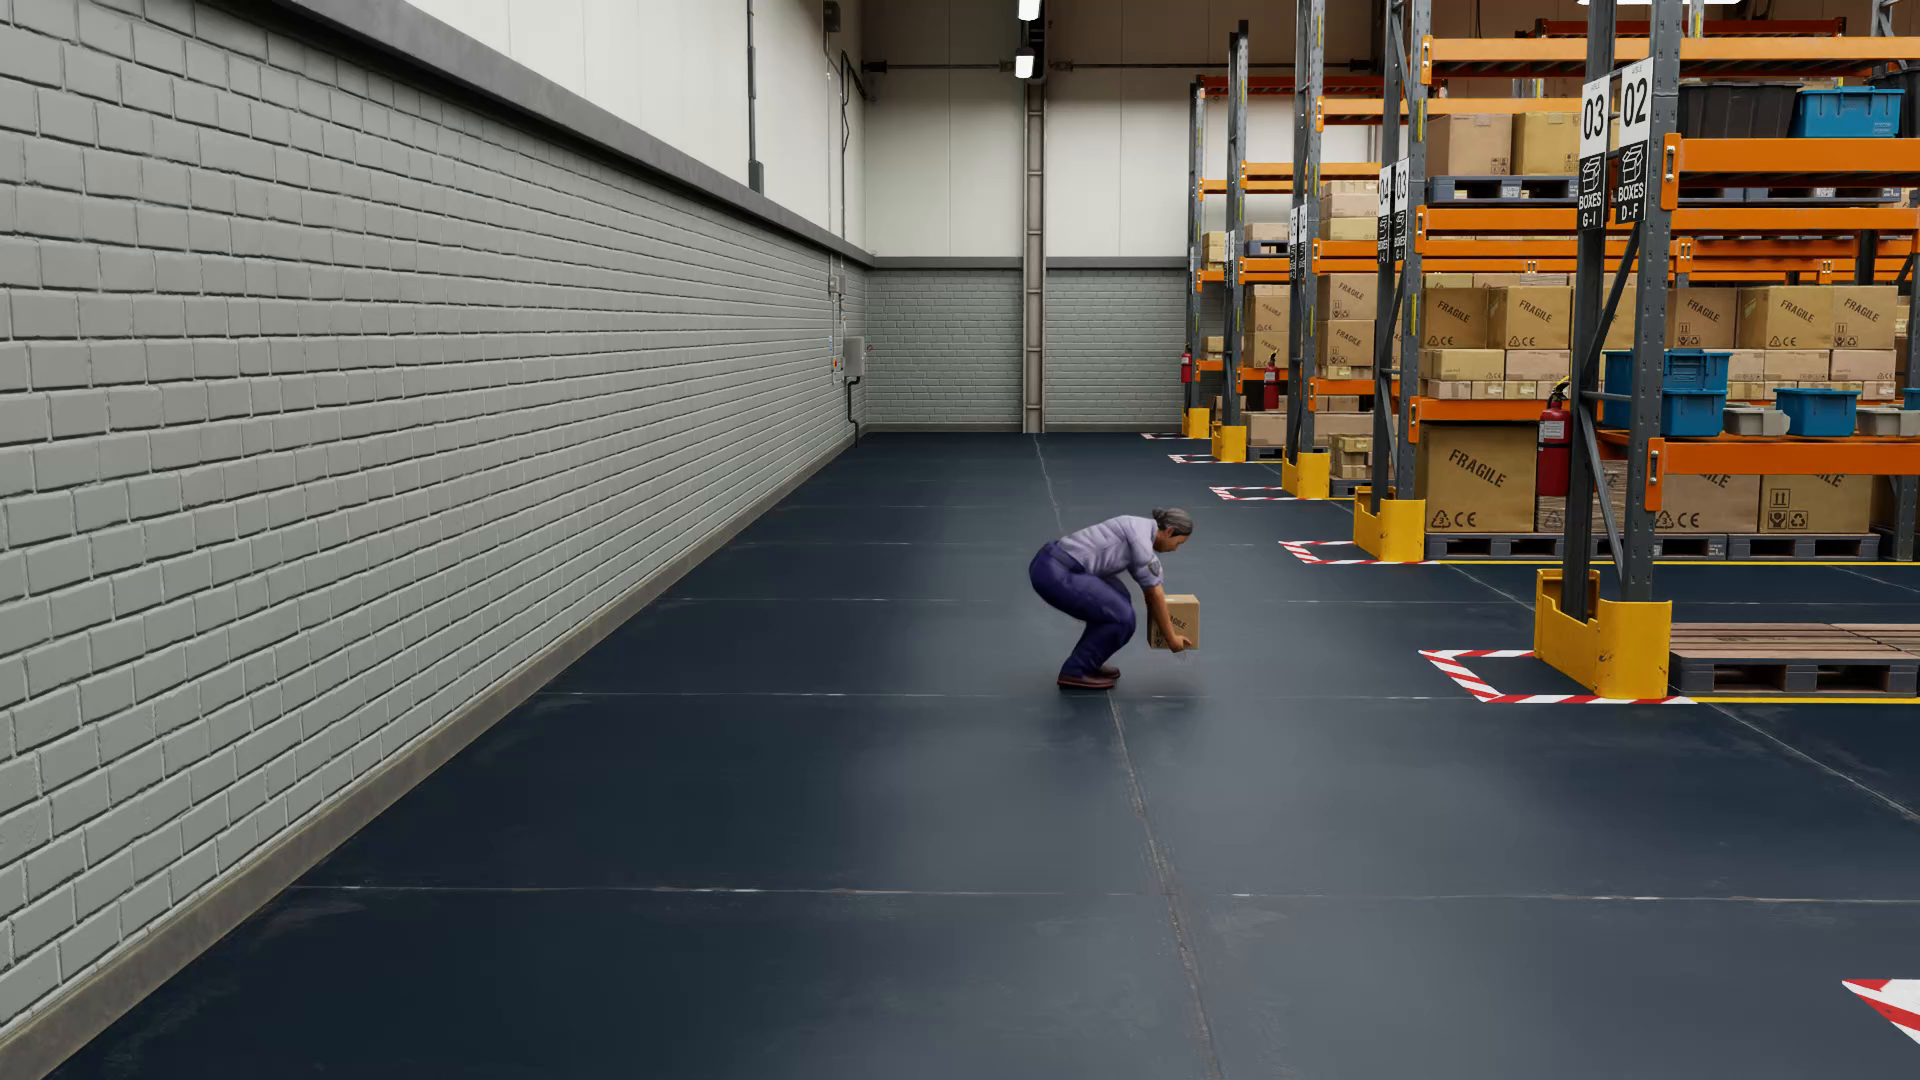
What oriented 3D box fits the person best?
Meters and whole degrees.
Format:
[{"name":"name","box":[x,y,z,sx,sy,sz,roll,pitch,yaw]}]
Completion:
[{"name":"person","box":[0.798,0.298,8.818,0.868,0.941,0.508,0,7,-1]}]
